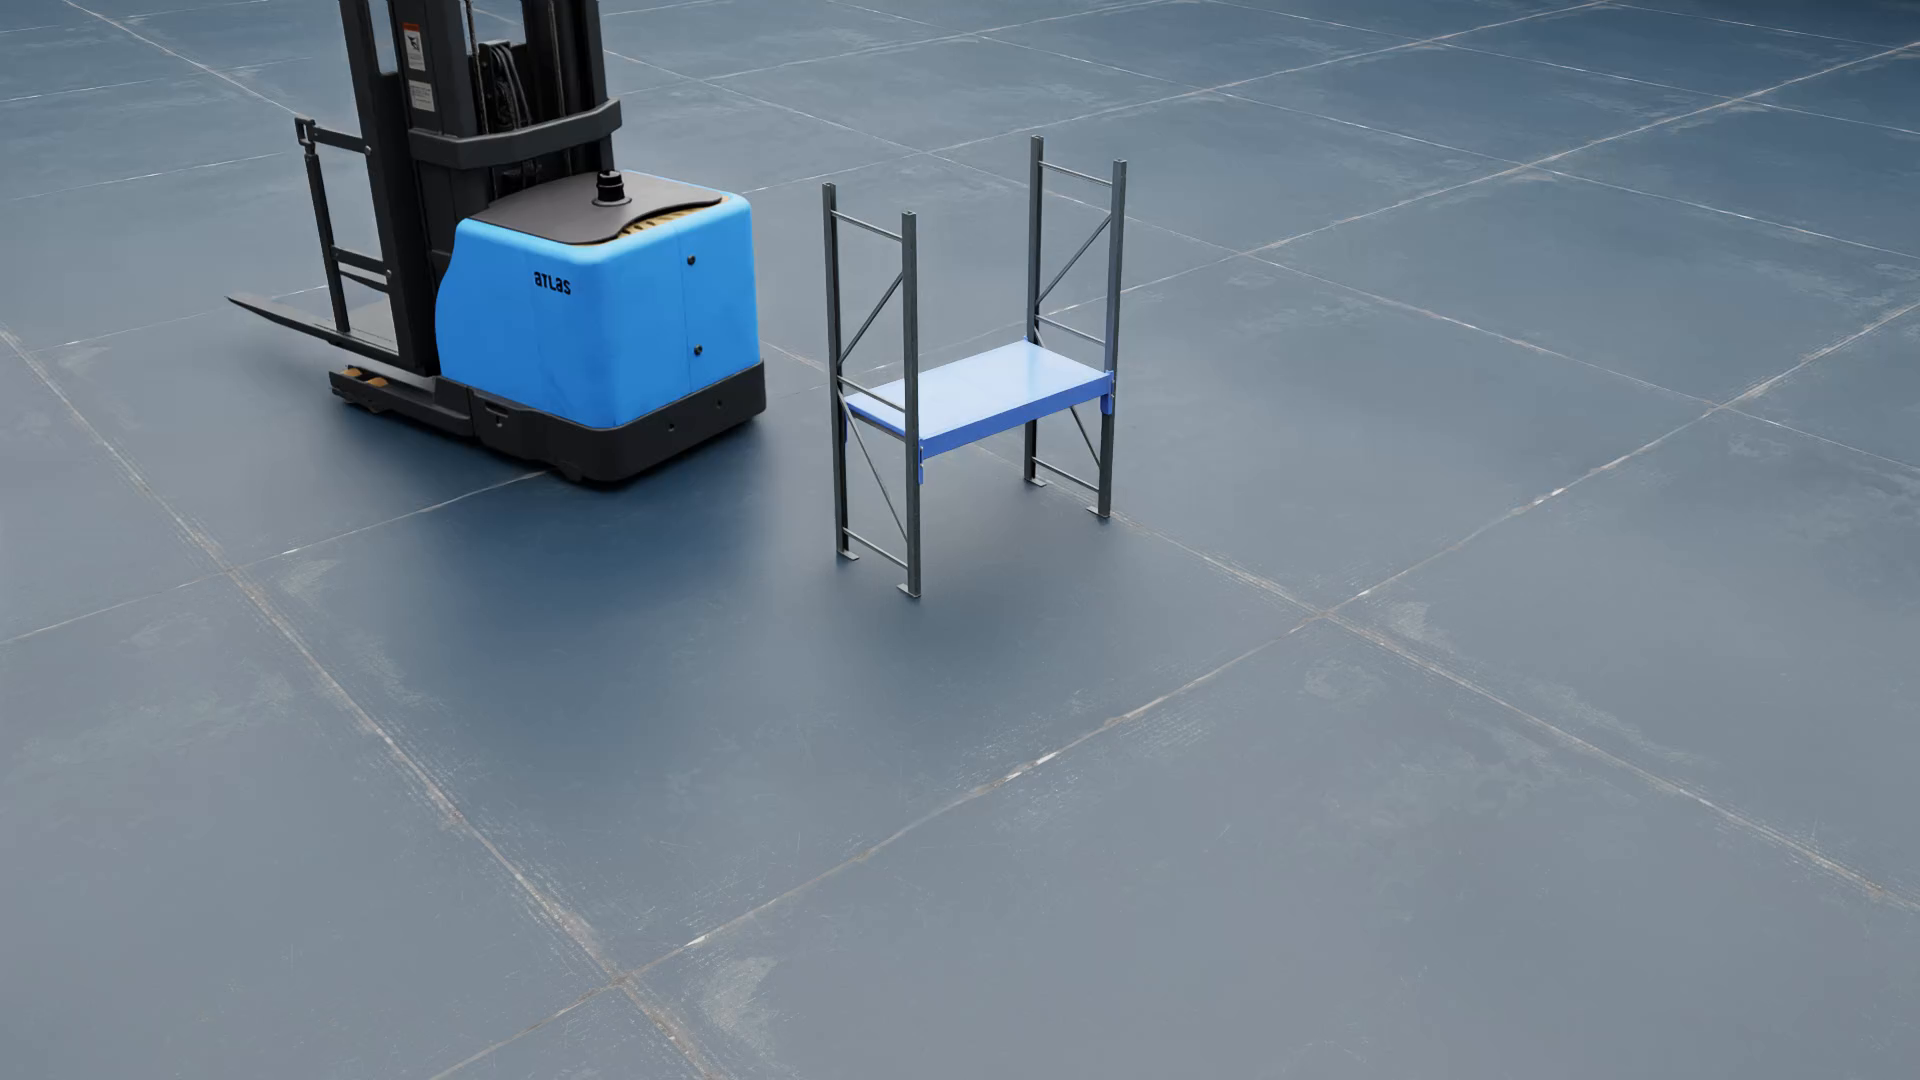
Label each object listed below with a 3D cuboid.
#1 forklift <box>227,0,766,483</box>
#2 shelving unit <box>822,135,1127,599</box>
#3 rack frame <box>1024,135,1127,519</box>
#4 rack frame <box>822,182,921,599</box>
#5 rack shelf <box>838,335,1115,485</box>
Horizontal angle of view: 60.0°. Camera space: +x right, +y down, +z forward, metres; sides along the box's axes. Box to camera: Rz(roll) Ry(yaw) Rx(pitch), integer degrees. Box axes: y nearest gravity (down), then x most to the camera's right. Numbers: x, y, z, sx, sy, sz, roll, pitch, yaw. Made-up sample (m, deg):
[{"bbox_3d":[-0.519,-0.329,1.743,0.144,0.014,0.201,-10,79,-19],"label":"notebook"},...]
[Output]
[{"bbox_3d":[-2.395,-2.075,7.523,3.031,2.935,1.130,19,33,31],"label":"forklift"},{"bbox_3d":[0.065,-0.688,6.445,1.048,1.500,0.538,-22,35,-35],"label":"shelving unit"},{"bbox_3d":[0.452,-0.843,6.736,0.032,1.500,0.500,-22,35,-35],"label":"rack frame"},{"bbox_3d":[-0.322,-0.532,6.154,0.032,1.500,0.500,-22,35,-35],"label":"rack frame"},{"bbox_3d":[0.065,-0.529,6.530,1.000,0.185,0.538,-22,35,-35],"label":"rack shelf"}]
